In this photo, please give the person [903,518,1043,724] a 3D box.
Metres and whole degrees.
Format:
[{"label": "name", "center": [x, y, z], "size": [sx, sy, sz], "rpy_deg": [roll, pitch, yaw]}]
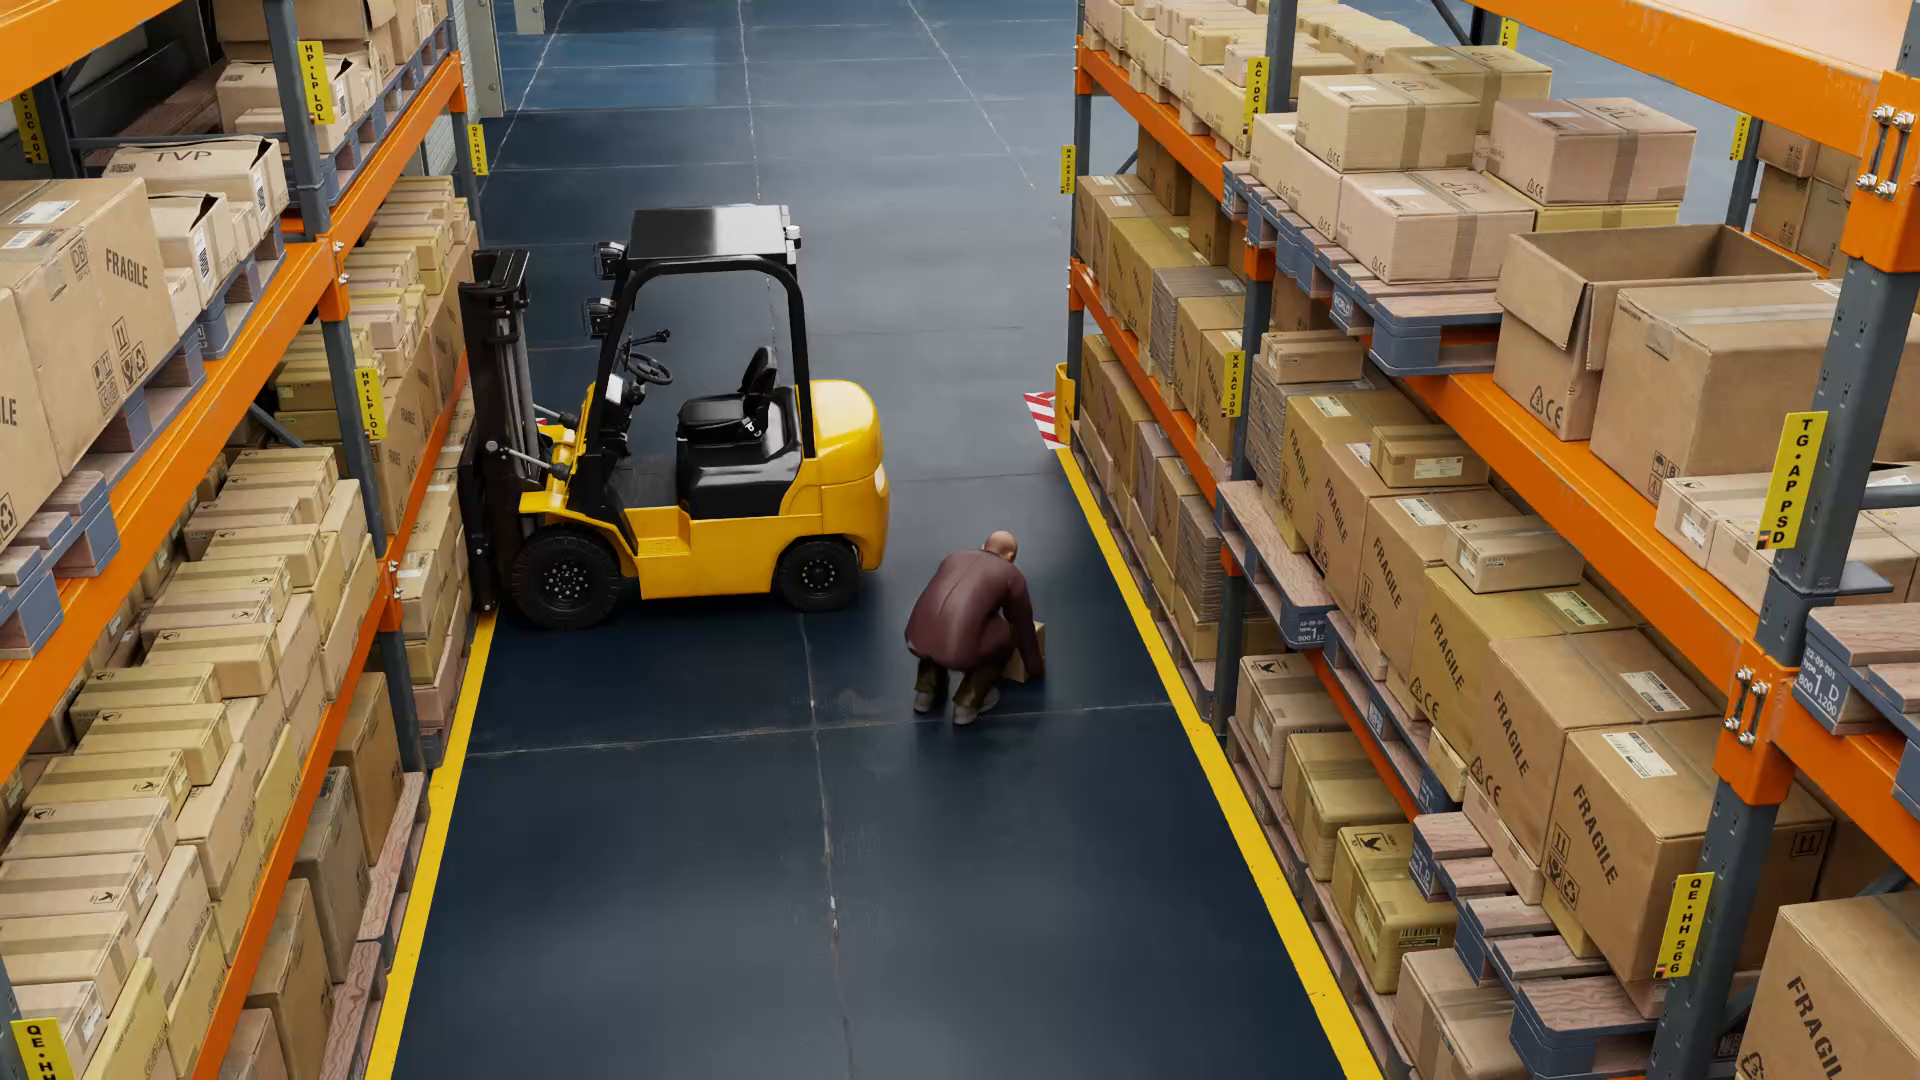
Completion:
[{"label": "person", "center": [0.061, 0.339, 8.777], "size": [0.596, 1.040, 0.941], "rpy_deg": [13, 30, 24]}]
